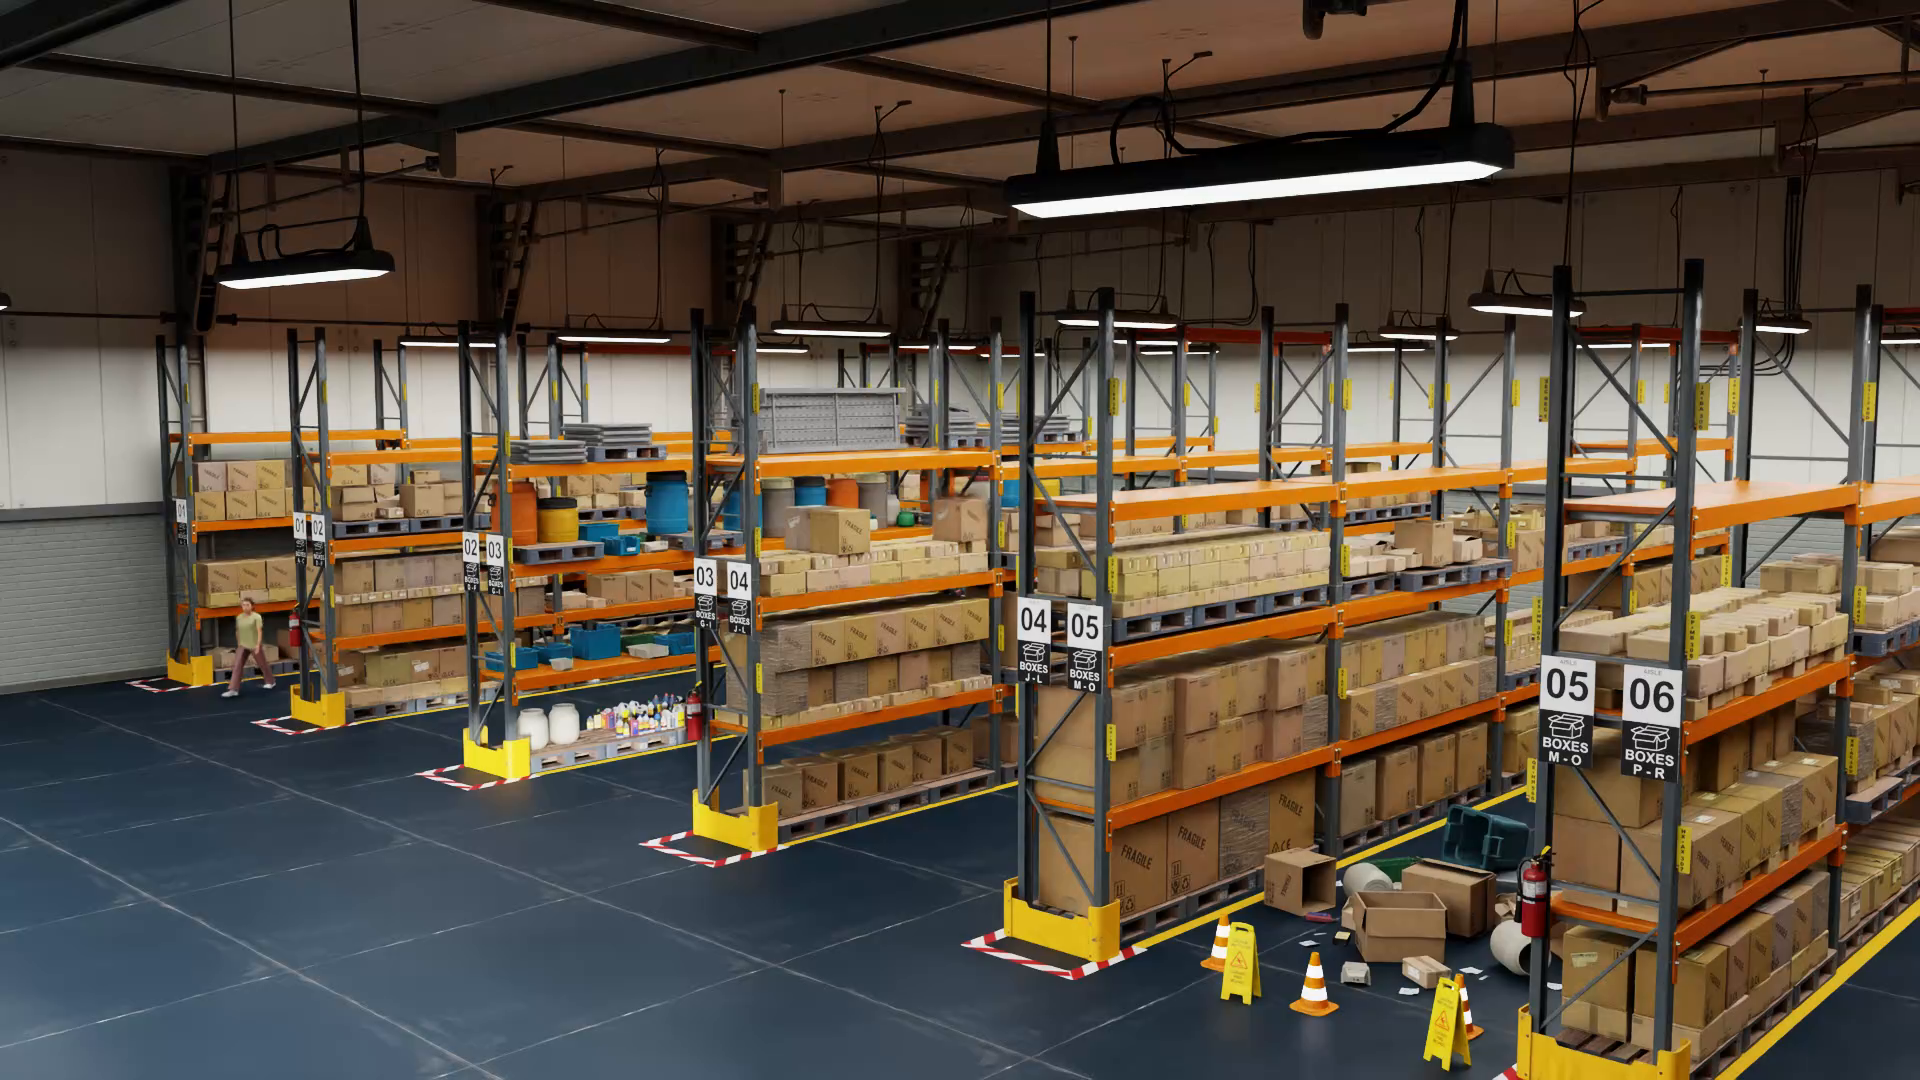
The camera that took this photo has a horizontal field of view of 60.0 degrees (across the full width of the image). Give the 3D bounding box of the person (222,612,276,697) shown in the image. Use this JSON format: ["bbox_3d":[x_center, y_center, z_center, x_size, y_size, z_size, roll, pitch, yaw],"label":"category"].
[{"bbox_3d":[-11.809,1.871,27.580,0.472,1.351,1.096,1,6,14],"label":"person"}]
